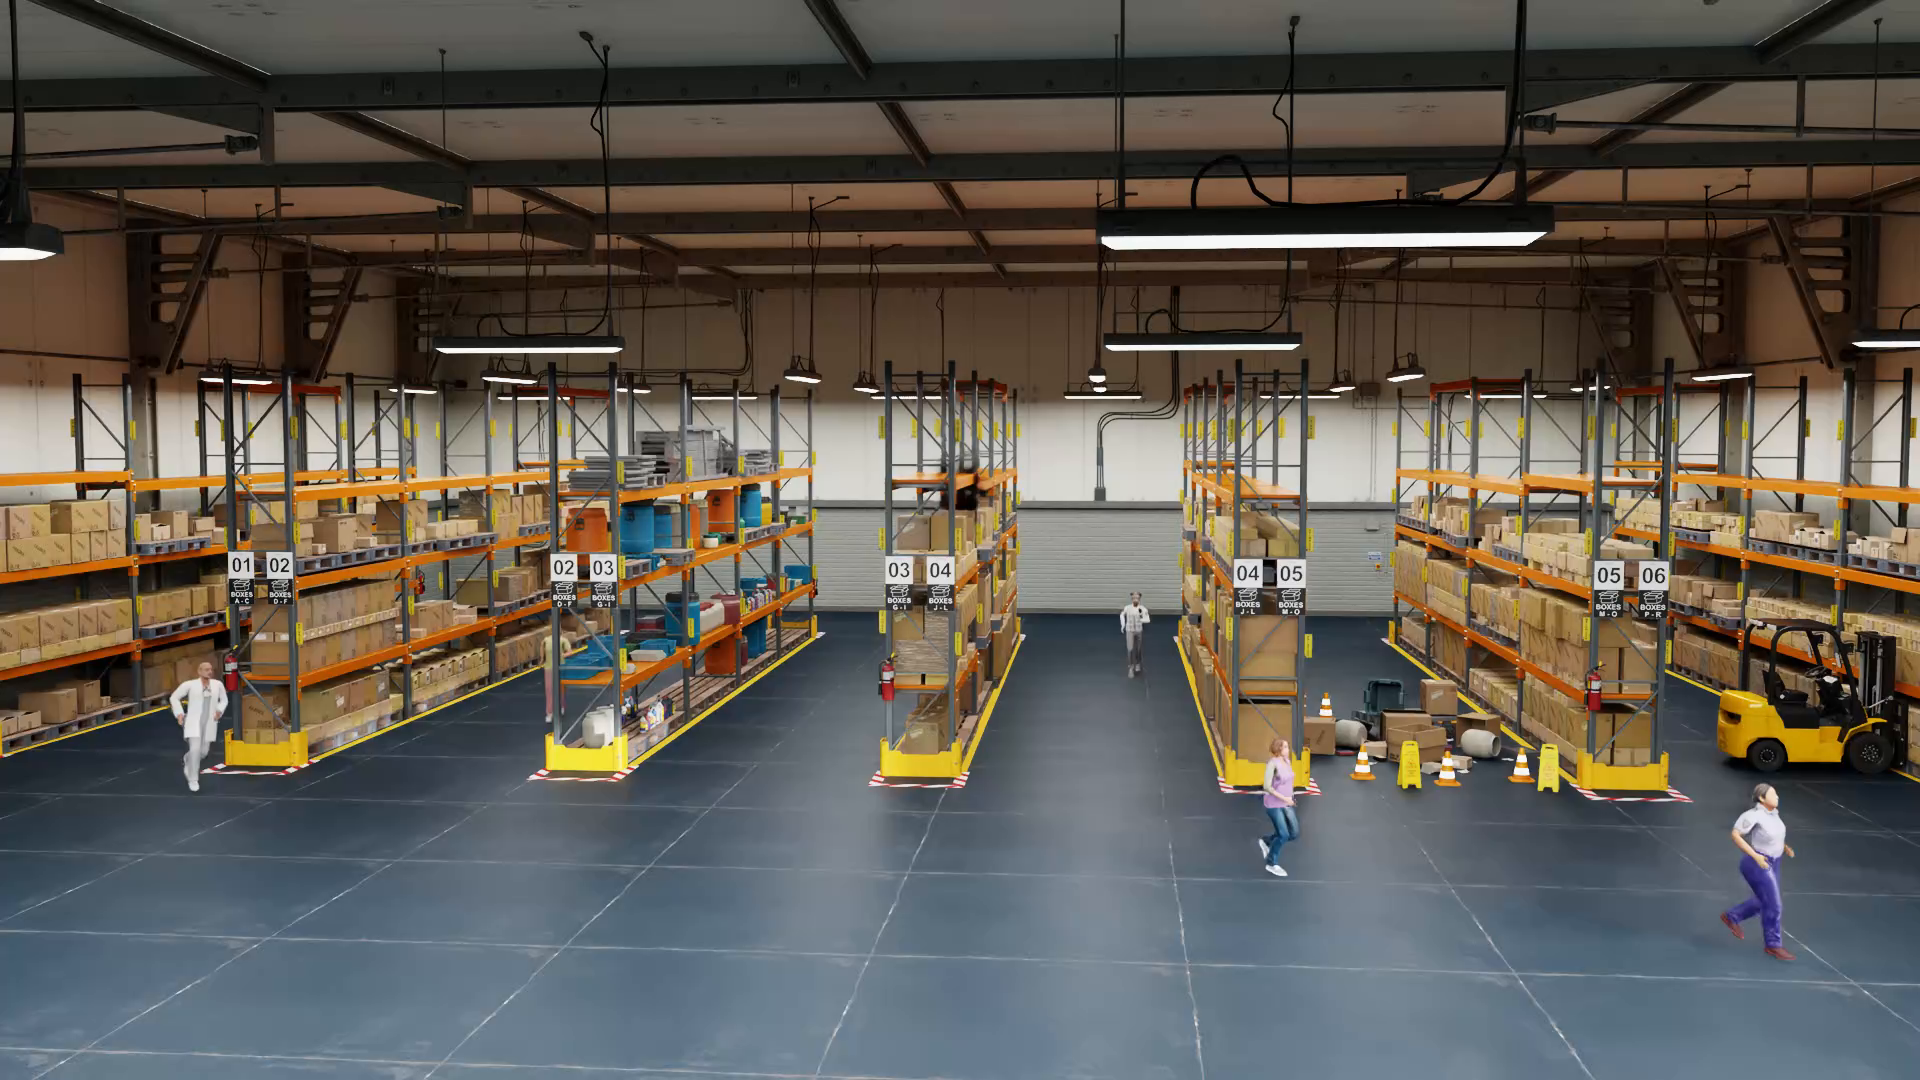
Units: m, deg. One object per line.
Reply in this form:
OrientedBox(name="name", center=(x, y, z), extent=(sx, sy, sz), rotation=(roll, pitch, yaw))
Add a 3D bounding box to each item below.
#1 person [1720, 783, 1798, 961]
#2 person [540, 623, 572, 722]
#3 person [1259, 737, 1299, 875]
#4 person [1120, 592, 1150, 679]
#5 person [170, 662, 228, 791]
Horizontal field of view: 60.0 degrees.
OrientedBox(name="person", center=(7.666, 3.144, 15.944), extent=(0.611, 1.652, 0.755), rotation=(-3, 5, -42))
OrientedBox(name="person", center=(-6.991, 2.252, 28.773), extent=(0.578, 1.680, 0.882), rotation=(0, 4, -4))
OrientedBox(name="person", center=(3.599, 2.999, 18.788), extent=(0.565, 1.563, 0.576), rotation=(3, 5, 42))
OrientedBox(name="person", center=(3.577, 1.911, 33.977), extent=(0.596, 1.730, 0.848), rotation=(0, 4, 5))
OrientedBox(name="person", center=(-10.748, 2.611, 23.540), extent=(0.760, 1.764, 0.845), rotation=(-3, 5, -41))
